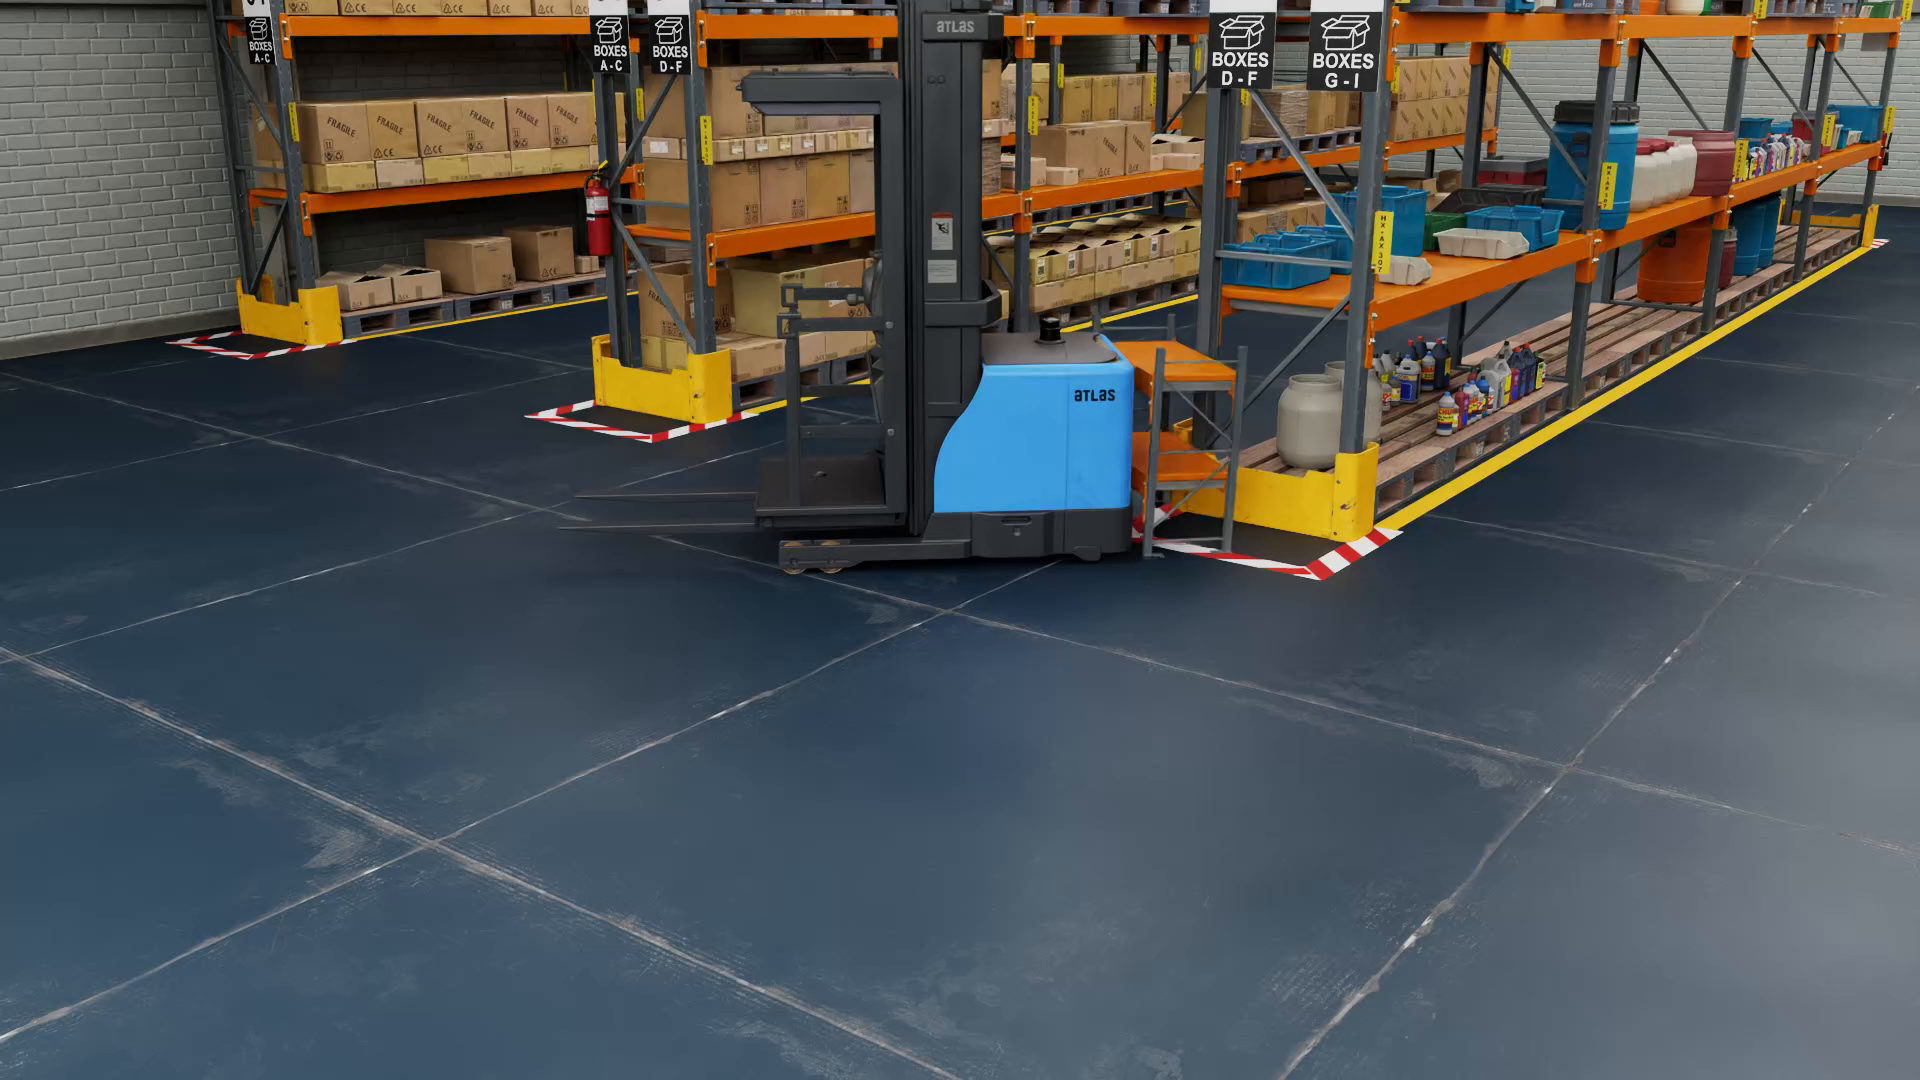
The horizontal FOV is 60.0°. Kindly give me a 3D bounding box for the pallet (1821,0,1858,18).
[{"bbox_3d":[8.546,-5.527,17.243,1.213,0.211,1.003,12,21,35],"label":"pallet"}]

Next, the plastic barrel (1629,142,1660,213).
[{"bbox_3d":[5.351,-2.912,13.333,0.433,0.535,0.433,0,17,0],"label":"plastic barrel"}]

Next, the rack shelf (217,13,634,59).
[{"bbox_3d":[-4.981,-4.846,15.946,1.077,0.370,4.000,12,21,35],"label":"rack shelf"}]

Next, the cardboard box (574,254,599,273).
[{"bbox_3d":[-4.084,-2.958,17.746,0.380,0.166,0.250,9,20,28],"label":"cardboard box"}]

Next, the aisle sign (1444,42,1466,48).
[{"bbox_3d":[7.146,-7.527,24.040,0.394,0.787,0.004,12,21,35],"label":"aisle sign"}]

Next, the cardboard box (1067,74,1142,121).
[{"bbox_3d":[2.179,-6.756,25.437,0.980,0.700,0.700,11,20,32],"label":"cardboard box"}]

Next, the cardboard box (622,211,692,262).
[{"bbox_3d":[-3.364,-3.428,18.698,0.700,0.500,0.500,13,22,37],"label":"cardboard box"}]

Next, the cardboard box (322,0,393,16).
[{"bbox_3d":[-5.424,-4.928,14.794,0.500,0.500,0.500,14,22,38],"label":"cardboard box"}]

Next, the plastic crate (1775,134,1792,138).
[{"bbox_3d":[9.730,-4.759,19.854,0.293,0.136,0.466,12,21,35],"label":"plastic crate"}]

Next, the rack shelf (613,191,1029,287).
[{"bbox_3d":[-1.000,-2.539,13.575,1.077,0.370,4.000,12,21,35],"label":"rack shelf"}]

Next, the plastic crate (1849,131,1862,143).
[{"bbox_3d":[10.977,-5.017,20.687,0.396,0.136,0.243,12,21,35],"label":"plastic crate"}]

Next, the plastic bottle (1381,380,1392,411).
[{"bbox_3d":[2.892,-0.989,11.348,0.097,0.201,0.097,0,17,0],"label":"plastic bottle"}]

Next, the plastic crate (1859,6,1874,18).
[{"bbox_3d":[10.286,-6.112,19.253,0.437,0.136,0.530,12,21,35],"label":"plastic crate"}]

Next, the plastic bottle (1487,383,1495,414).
[{"bbox_3d":[3.560,-0.959,11.249,0.097,0.201,0.097,0,17,0],"label":"plastic bottle"}]

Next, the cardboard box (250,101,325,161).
[{"bbox_3d":[-6.062,-3.727,15.141,0.500,0.500,0.500,12,21,34],"label":"cardboard box"}]

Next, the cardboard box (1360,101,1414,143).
[{"bbox_3d":[5.481,-5.385,21.359,0.500,0.500,0.500,13,22,36],"label":"cardboard box"}]

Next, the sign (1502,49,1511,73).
[{"bbox_3d":[7.775,-6.818,23.657,0.100,0.325,0.005,12,21,35],"label":"sign"}]

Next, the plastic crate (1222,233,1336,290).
[{"bbox_3d":[1.842,-1.631,9.689,0.499,0.251,0.616,12,21,35],"label":"plastic crate"}]

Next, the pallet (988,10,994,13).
[{"bbox_3d":[0.471,-7.253,22.807,0.805,0.209,1.217,11,21,33],"label":"pallet"}]

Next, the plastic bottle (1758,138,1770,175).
[{"bbox_3d":[7.993,-3.826,16.588,0.144,0.351,0.185,12,21,35],"label":"plastic bottle"}]

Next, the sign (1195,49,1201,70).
[{"bbox_3d":[3.789,-7.658,26.496,0.100,0.325,0.005,12,21,35],"label":"sign"}]

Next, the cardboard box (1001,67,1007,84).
[{"bbox_3d":[0.289,-6.298,22.499,0.500,0.250,0.500,13,21,36],"label":"cardboard box"}]

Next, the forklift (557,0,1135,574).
[{"bbox_3d":[-0.628,-1.385,8.760,3.031,2.935,1.130,-1,17,-4],"label":"forklift"}]

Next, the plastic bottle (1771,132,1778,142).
[{"bbox_3d":[8.533,-4.113,17.515,0.144,0.351,0.185,12,21,35],"label":"plastic bottle"}]

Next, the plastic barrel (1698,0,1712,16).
[{"bbox_3d":[6.445,-4.726,14.609,0.294,0.245,0.294,0,17,0],"label":"plastic barrel"}]

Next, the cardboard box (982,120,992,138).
[{"bbox_3d":[0.053,-3.555,14.373,0.380,0.149,0.250,12,21,34],"label":"cardboard box"}]

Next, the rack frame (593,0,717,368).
[{"bbox_3d":[-2.192,-2.406,11.935,1.000,3.000,0.127,12,21,35],"label":"rack frame"}]

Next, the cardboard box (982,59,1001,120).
[{"bbox_3d":[-0.068,-3.920,14.451,0.700,0.500,0.500,13,21,35],"label":"cardboard box"}]

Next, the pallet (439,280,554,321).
[{"bbox_3d":[-4.887,-2.444,16.757,1.003,0.211,1.213,12,21,35],"label":"pallet"}]

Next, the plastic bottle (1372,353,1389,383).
[{"bbox_3d":[2.877,-1.118,11.512,0.144,0.351,0.185,13,22,37],"label":"plastic bottle"}]

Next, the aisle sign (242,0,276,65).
[{"bbox_3d":[-5.974,-4.452,14.139,0.394,0.787,0.004,12,21,35],"label":"aisle sign"}]

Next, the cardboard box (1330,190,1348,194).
[{"bbox_3d":[4.894,-4.113,20.902,0.500,0.500,0.500,12,21,34],"label":"cardboard box"}]

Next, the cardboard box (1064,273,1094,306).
[{"bbox_3d":[0.937,-2.420,15.908,0.500,0.250,0.500,13,22,36],"label":"cardboard box"}]

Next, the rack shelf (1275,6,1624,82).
[{"bbox_3d":[2.976,-3.095,10.309,1.077,0.370,4.000,12,21,35],"label":"rack shelf"}]

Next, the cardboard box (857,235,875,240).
[{"bbox_3d":[-0.628,-2.429,14.671,0.500,0.500,0.500,12,21,35],"label":"cardboard box"}]

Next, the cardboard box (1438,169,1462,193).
[{"bbox_3d":[7.215,-5.060,23.955,0.500,0.500,0.500,12,21,35],"label":"cardboard box"}]

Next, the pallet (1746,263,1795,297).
[{"bbox_3d":[8.441,-2.880,18.162,1.003,0.211,1.213,12,21,35],"label":"pallet"}]

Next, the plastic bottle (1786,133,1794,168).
[{"bbox_3d":[8.649,-4.088,17.433,0.144,0.351,0.185,12,21,35],"label":"plastic bottle"}]

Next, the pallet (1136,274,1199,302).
[{"bbox_3d":[2.053,-2.791,17.875,1.003,0.211,1.213,12,21,35],"label":"pallet"}]

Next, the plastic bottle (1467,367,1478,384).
[{"bbox_3d":[3.523,-1.049,11.404,0.061,0.283,0.133,12,21,35],"label":"plastic bottle"}]

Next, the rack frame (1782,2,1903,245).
[{"bbox_3d":[11.318,-5.341,21.385,1.000,3.000,0.127,12,21,35],"label":"rack frame"}]

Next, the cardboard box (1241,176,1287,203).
[{"bbox_3d":[3.580,-4.209,19.948,0.500,0.250,0.500,12,21,34],"label":"cardboard box"}]

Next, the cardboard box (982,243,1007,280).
[{"bbox_3d":[0.203,-2.661,15.739,0.500,0.311,0.500,12,21,35],"label":"cardboard box"}]

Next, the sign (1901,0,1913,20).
[{"bbox_3d":[11.769,-6.630,20.655,0.100,0.325,0.005,12,21,35],"label":"sign"}]

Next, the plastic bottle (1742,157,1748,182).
[{"bbox_3d":[7.460,-3.560,15.846,0.061,0.283,0.133,12,21,35],"label":"plastic bottle"}]

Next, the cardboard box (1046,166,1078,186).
[{"bbox_3d":[0.884,-3.414,15.603,0.380,0.149,0.250,12,21,35],"label":"cardboard box"}]

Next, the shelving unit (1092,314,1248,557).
[{"bbox_3d":[1.114,-0.612,9.272,0.538,1.125,1.048,-2,18,-14],"label":"shelving unit"}]

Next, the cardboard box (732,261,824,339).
[{"bbox_3d":[-1.397,-1.860,12.838,0.500,0.500,0.500,12,21,35],"label":"cardboard box"}]

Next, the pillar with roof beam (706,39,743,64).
[{"bbox_3d":[0.583,-7.134,17.042,9.100,9.000,0.400,12,21,35],"label":"pillar with roof beam"}]

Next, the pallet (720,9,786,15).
[{"bbox_3d":[-2.720,-5.952,18.612,1.213,0.211,1.003,12,21,35],"label":"pallet"}]

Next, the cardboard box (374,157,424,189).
[{"bbox_3d":[-5.329,-3.405,15.370,0.500,0.250,0.500,12,21,33],"label":"cardboard box"}]

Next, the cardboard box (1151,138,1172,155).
[{"bbox_3d":[1.887,-4.090,17.508,0.500,0.311,0.500,12,21,34],"label":"cardboard box"}]
